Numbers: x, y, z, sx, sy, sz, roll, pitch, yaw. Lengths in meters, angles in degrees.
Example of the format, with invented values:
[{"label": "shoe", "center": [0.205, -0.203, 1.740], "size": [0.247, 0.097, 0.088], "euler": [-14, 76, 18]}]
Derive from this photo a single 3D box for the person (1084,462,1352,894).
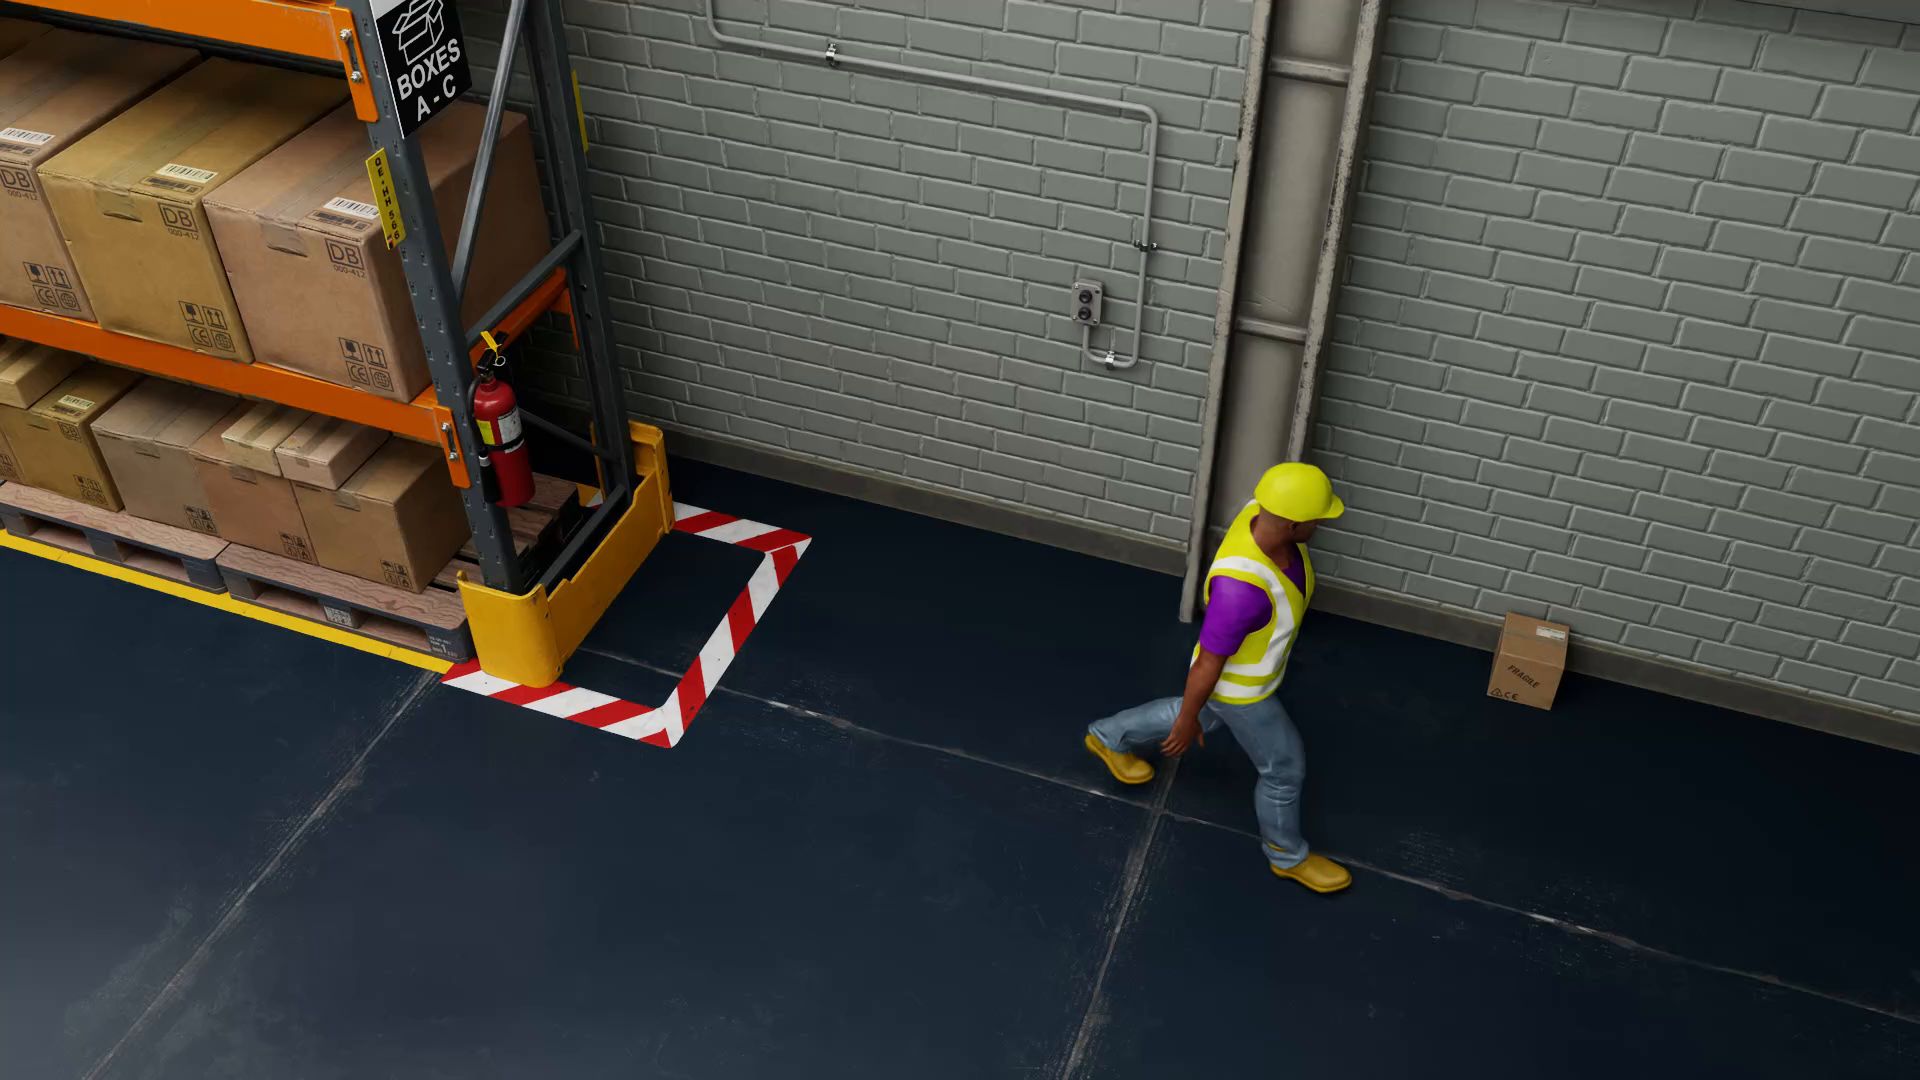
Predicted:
[{"label": "person", "center": [0.944, 0.429, 5.679], "size": [1.080, 1.720, 0.670], "euler": [14, 43, 15]}]
